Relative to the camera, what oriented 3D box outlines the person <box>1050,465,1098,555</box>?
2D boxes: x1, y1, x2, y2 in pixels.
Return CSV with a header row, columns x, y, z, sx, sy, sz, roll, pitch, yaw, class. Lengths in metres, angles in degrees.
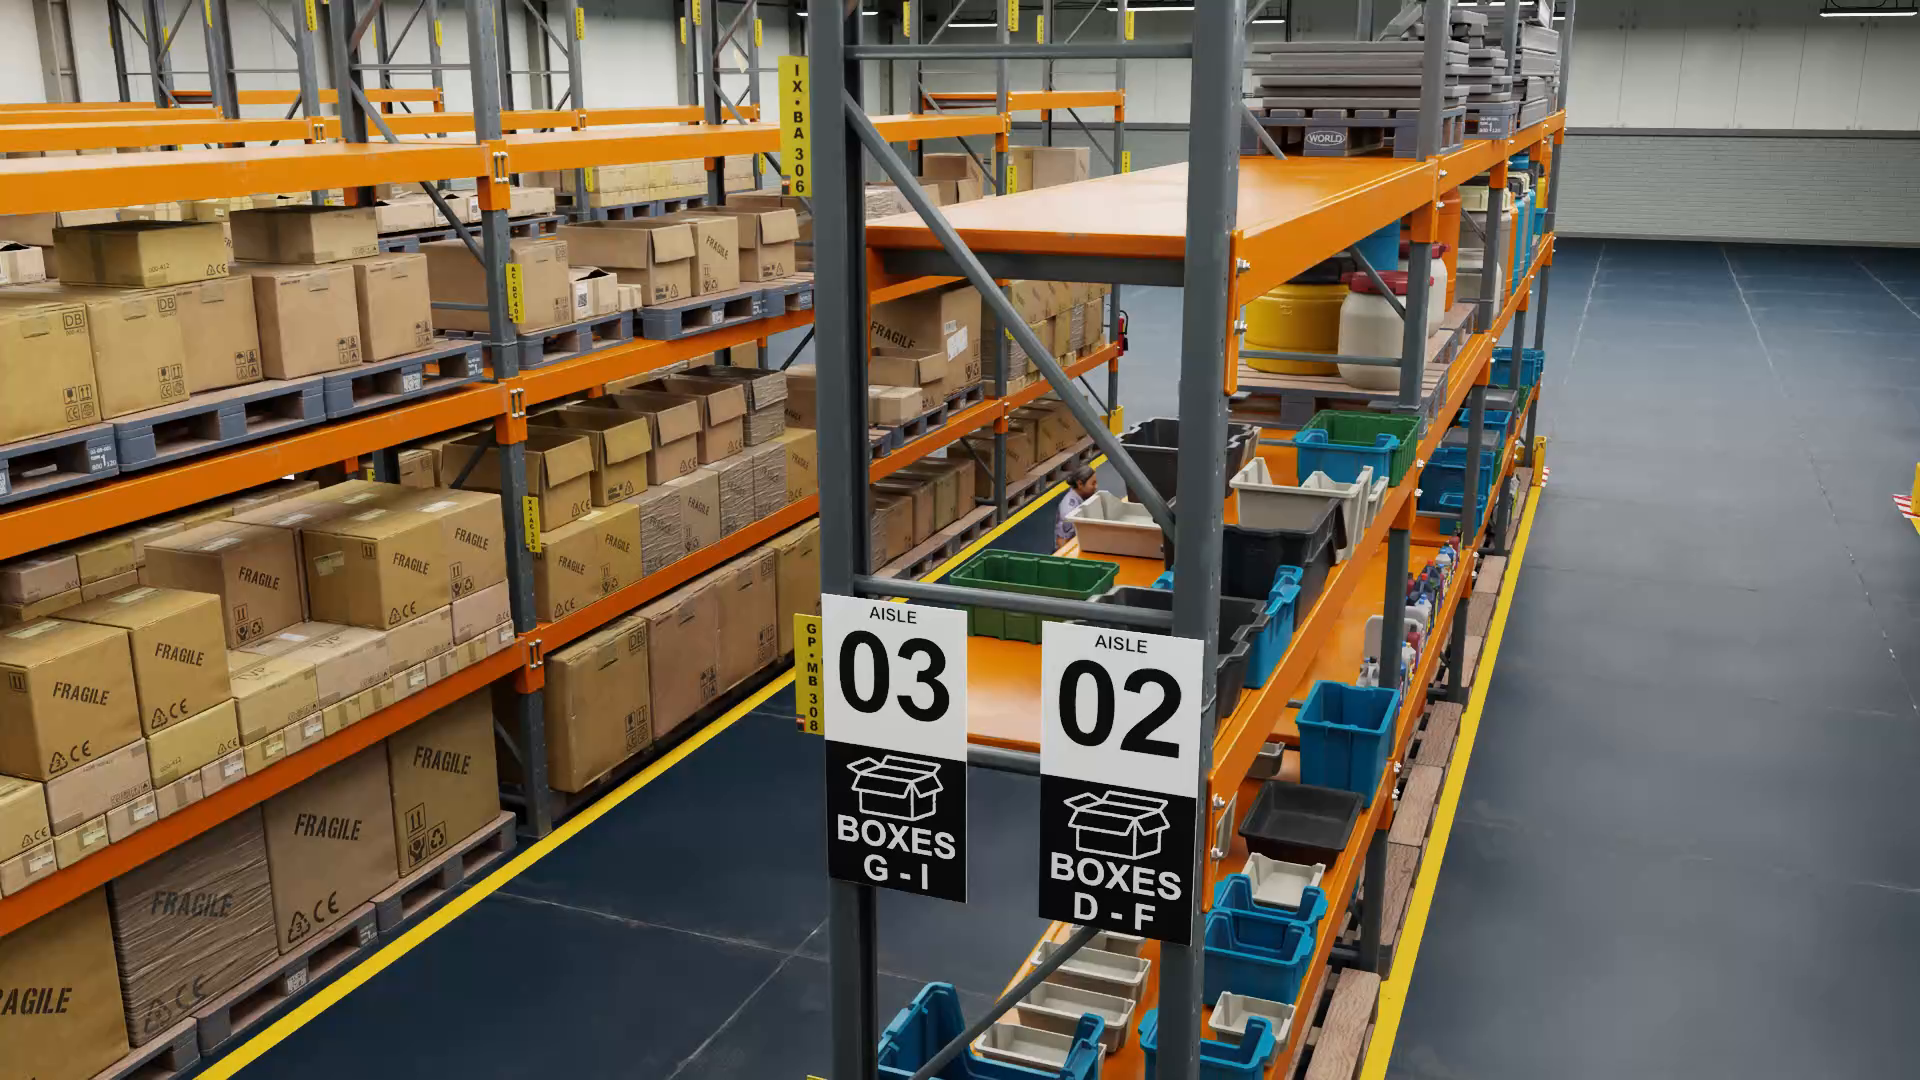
x,y,z,sx,sy,sz,roll,pitch,yaw,class
0.870,0.235,12.694,0.374,1.652,0.538,5,16,19,person
